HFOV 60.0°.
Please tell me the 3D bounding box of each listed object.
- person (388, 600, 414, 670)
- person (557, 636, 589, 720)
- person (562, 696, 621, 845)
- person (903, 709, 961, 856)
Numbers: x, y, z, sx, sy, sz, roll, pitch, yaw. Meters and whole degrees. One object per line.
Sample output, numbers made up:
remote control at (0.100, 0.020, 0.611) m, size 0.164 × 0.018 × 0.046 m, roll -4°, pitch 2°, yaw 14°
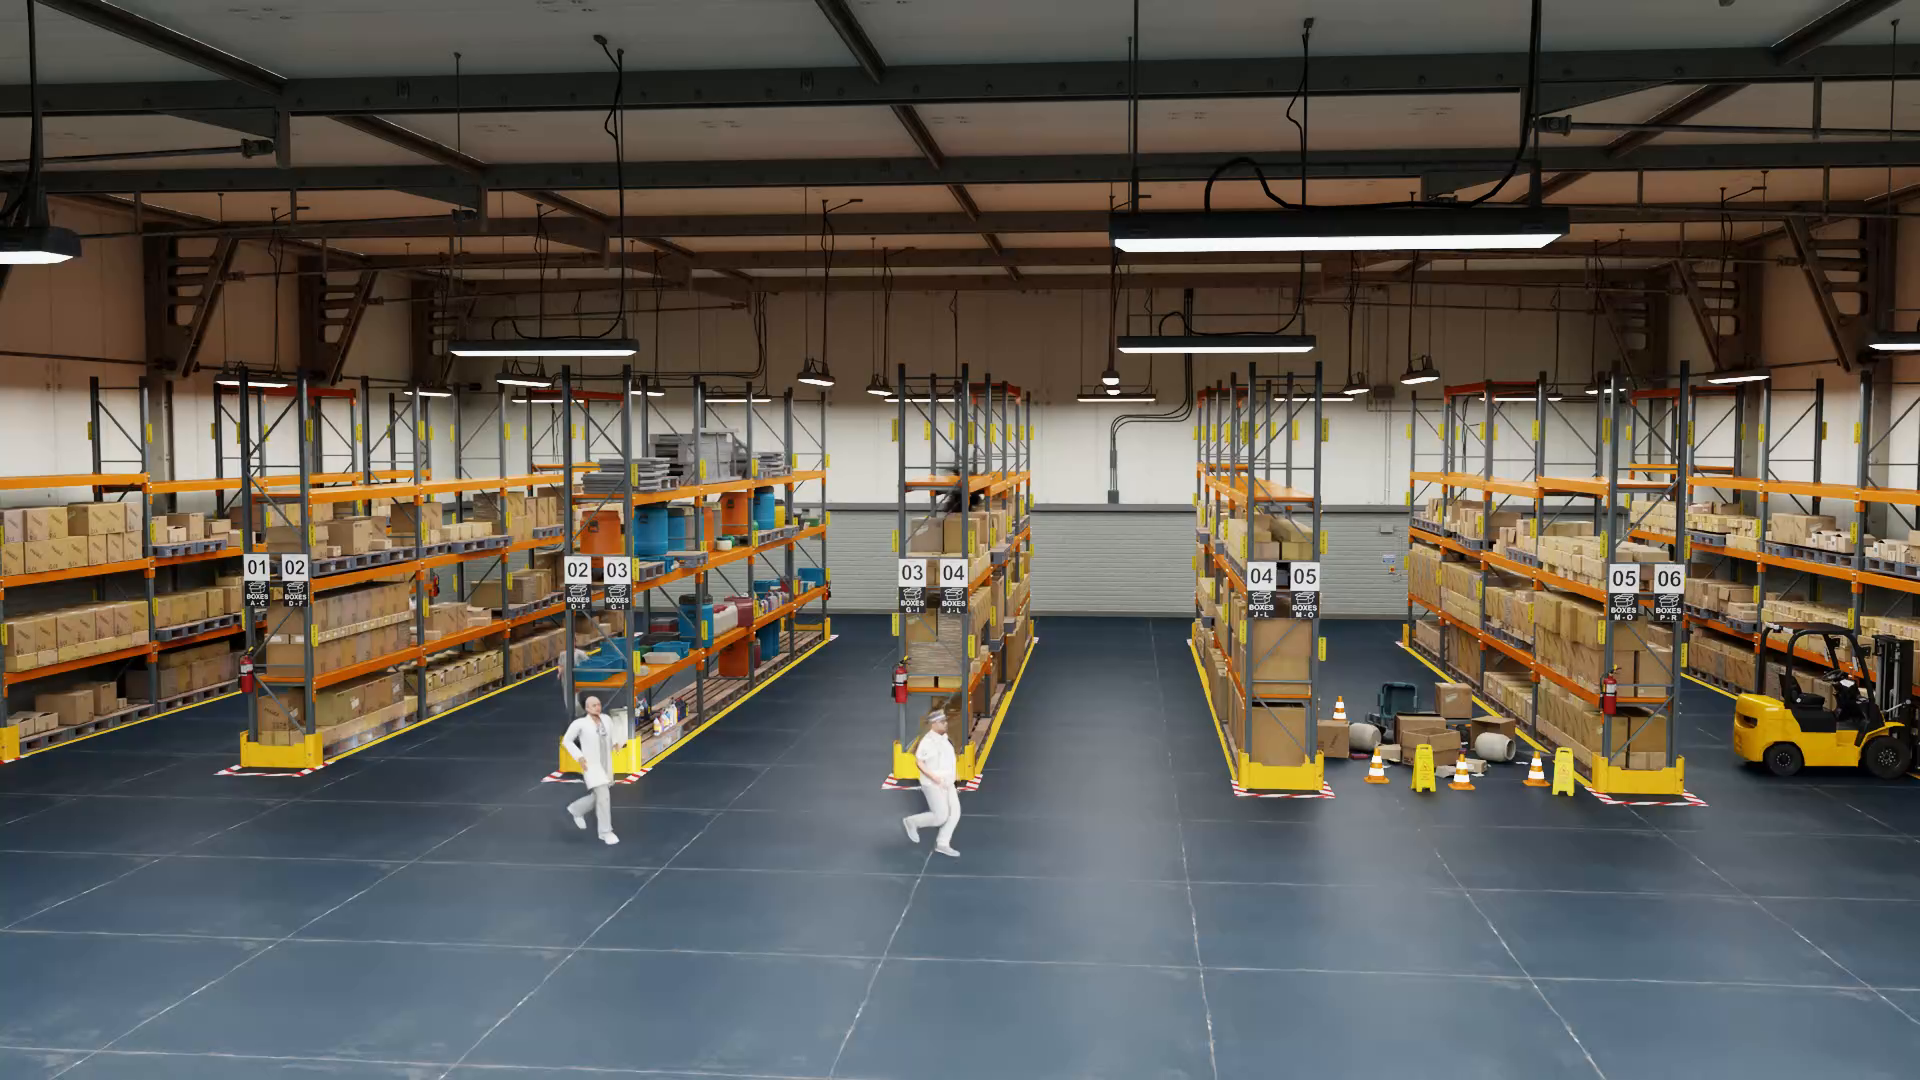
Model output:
person at (-11.914, 1.863, 35.426) m, size 0.704 × 1.834 × 0.745 m, roll 0°, pitch 4°, yaw 5°
person at (-6.503, 2.394, 27.837) m, size 0.539 × 1.626 × 0.541 m, roll 1°, pitch 4°, yaw 9°
person at (-4.506, 2.808, 20.508) m, size 0.910 × 1.783 × 0.699 m, roll 3°, pitch 5°, yaw 38°
person at (-0.309, 2.876, 19.816) m, size 0.691 × 1.748 × 0.648 m, roll 2°, pitch 4°, yaw 28°
